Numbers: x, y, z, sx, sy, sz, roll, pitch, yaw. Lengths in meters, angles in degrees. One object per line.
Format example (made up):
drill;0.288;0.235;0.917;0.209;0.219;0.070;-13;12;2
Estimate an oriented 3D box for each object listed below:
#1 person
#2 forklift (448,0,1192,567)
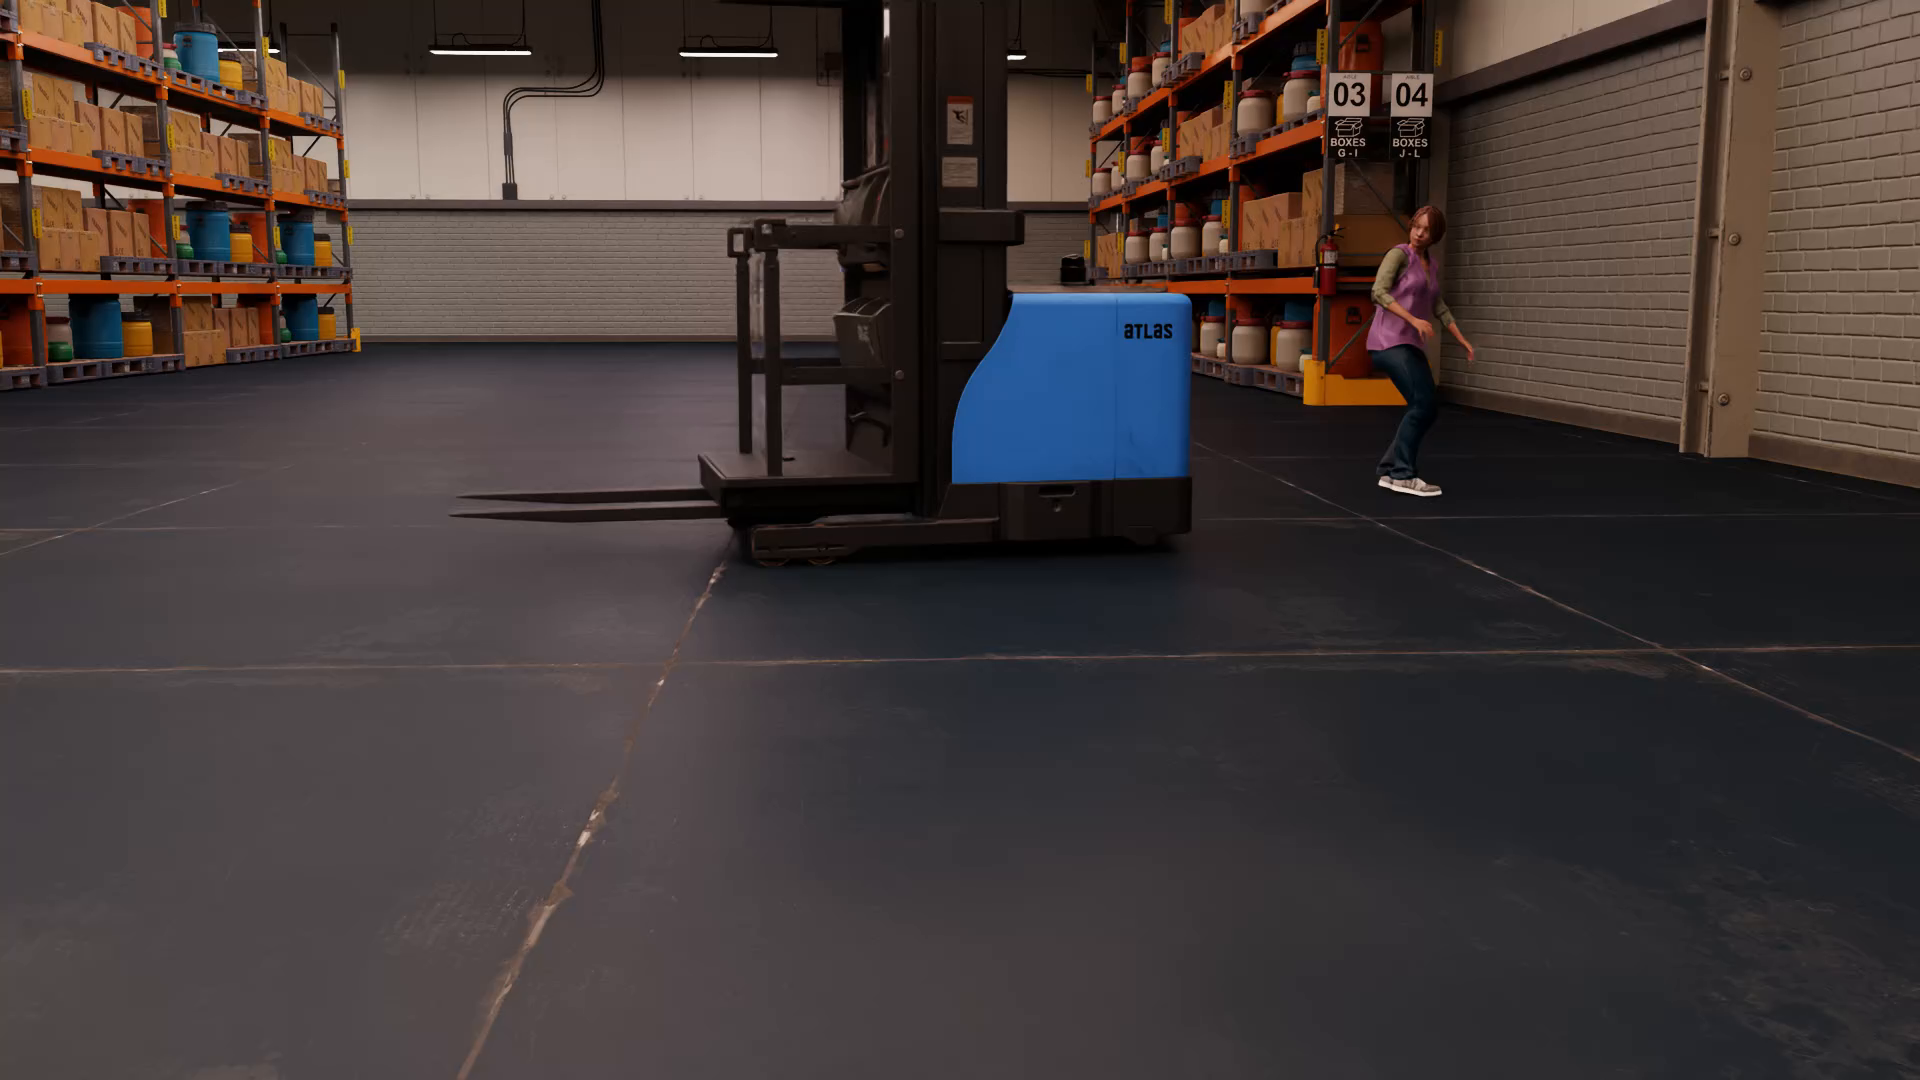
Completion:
person;2.451;-1.012;8.953;0.456;1.550;0.649;7;11;40
forklift;-0.593;-1.427;6.940;3.031;2.935;1.130;-2;9;-14
